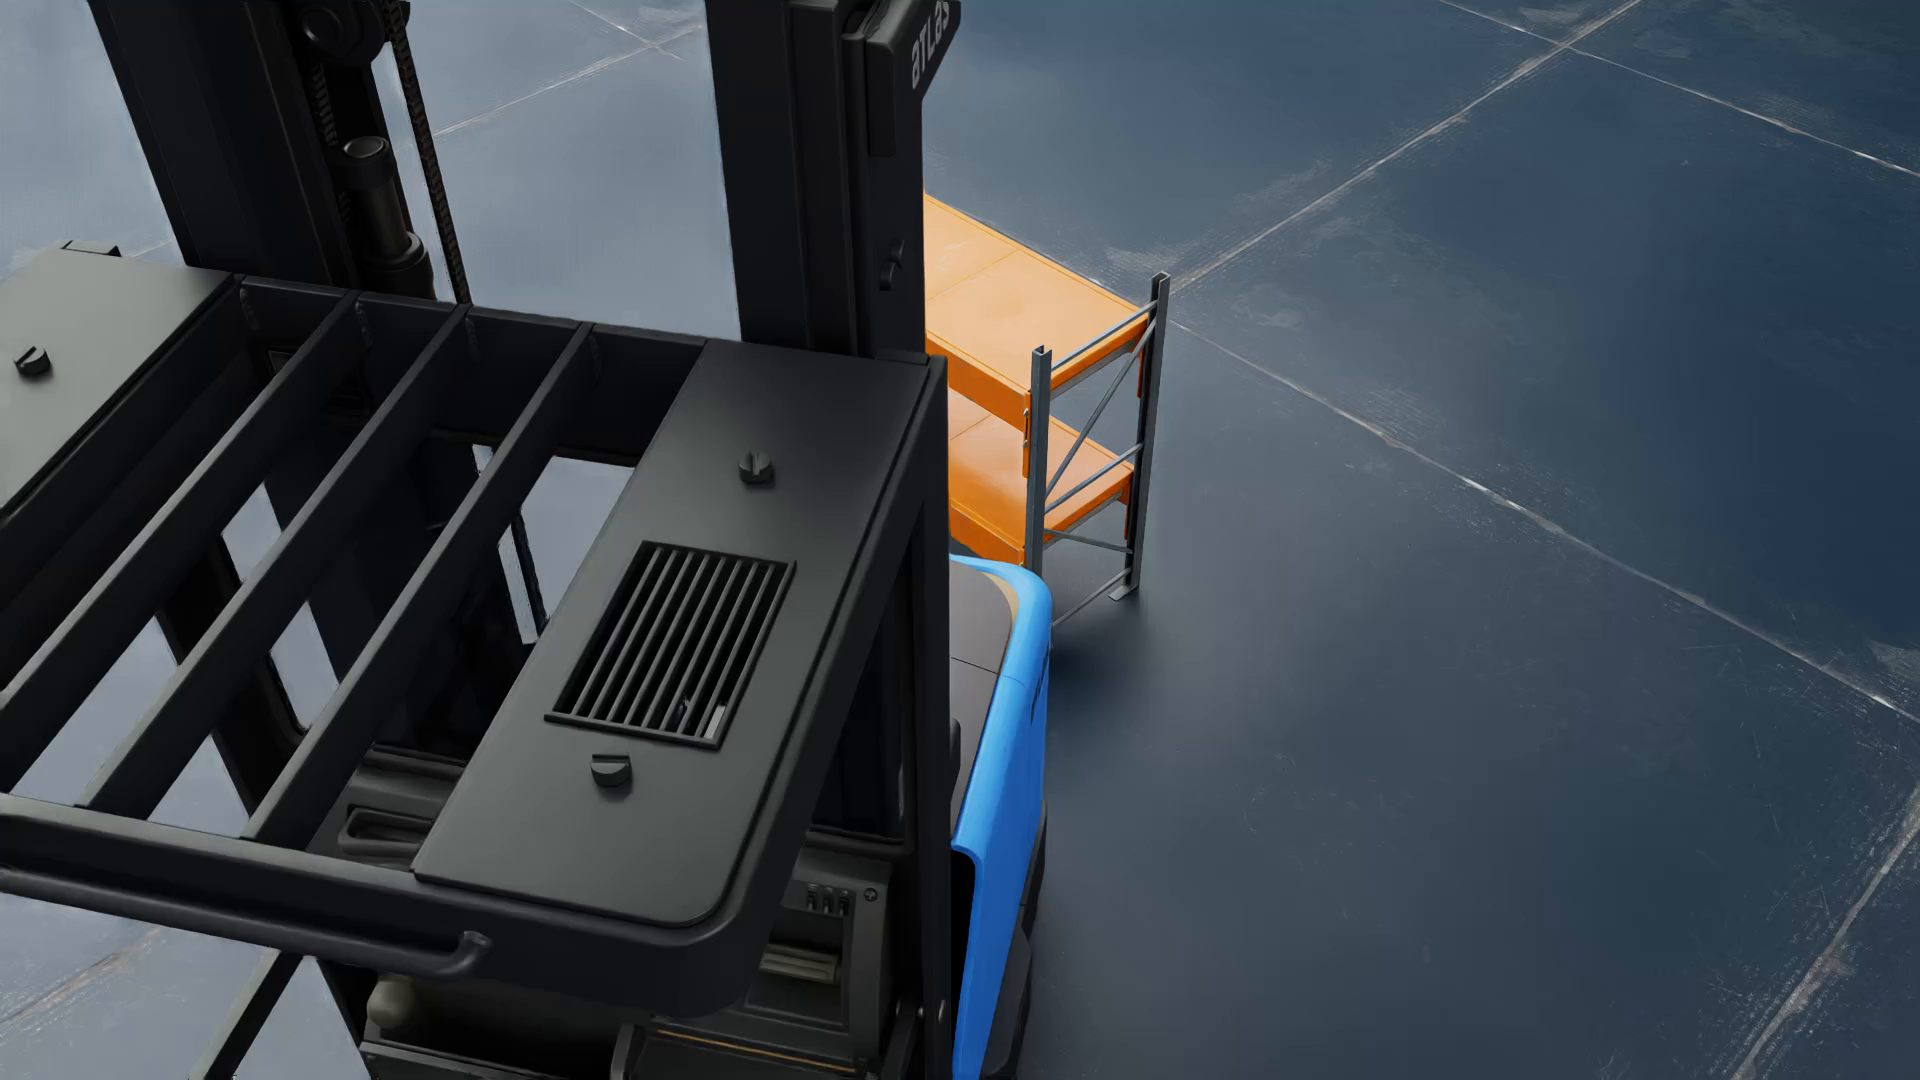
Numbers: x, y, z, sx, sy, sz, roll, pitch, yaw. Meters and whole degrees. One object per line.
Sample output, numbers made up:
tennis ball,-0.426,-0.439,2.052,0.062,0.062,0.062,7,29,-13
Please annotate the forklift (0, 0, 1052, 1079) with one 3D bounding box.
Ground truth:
forklift,-0.608,0.678,2.357,1.130,2.935,3.031,9,43,9

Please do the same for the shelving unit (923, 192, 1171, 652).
shelving unit,0.005,-0.410,4.865,0.538,1.125,1.048,-34,53,-31

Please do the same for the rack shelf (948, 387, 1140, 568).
rack shelf,0.005,-0.230,5.031,0.538,0.278,1.000,-34,53,-31

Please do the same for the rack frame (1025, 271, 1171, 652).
rack frame,0.364,-0.166,4.600,0.500,1.125,0.032,-34,53,-31

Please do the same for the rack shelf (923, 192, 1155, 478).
rack shelf,0.005,-0.625,4.666,0.538,0.278,1.000,-34,53,-31
